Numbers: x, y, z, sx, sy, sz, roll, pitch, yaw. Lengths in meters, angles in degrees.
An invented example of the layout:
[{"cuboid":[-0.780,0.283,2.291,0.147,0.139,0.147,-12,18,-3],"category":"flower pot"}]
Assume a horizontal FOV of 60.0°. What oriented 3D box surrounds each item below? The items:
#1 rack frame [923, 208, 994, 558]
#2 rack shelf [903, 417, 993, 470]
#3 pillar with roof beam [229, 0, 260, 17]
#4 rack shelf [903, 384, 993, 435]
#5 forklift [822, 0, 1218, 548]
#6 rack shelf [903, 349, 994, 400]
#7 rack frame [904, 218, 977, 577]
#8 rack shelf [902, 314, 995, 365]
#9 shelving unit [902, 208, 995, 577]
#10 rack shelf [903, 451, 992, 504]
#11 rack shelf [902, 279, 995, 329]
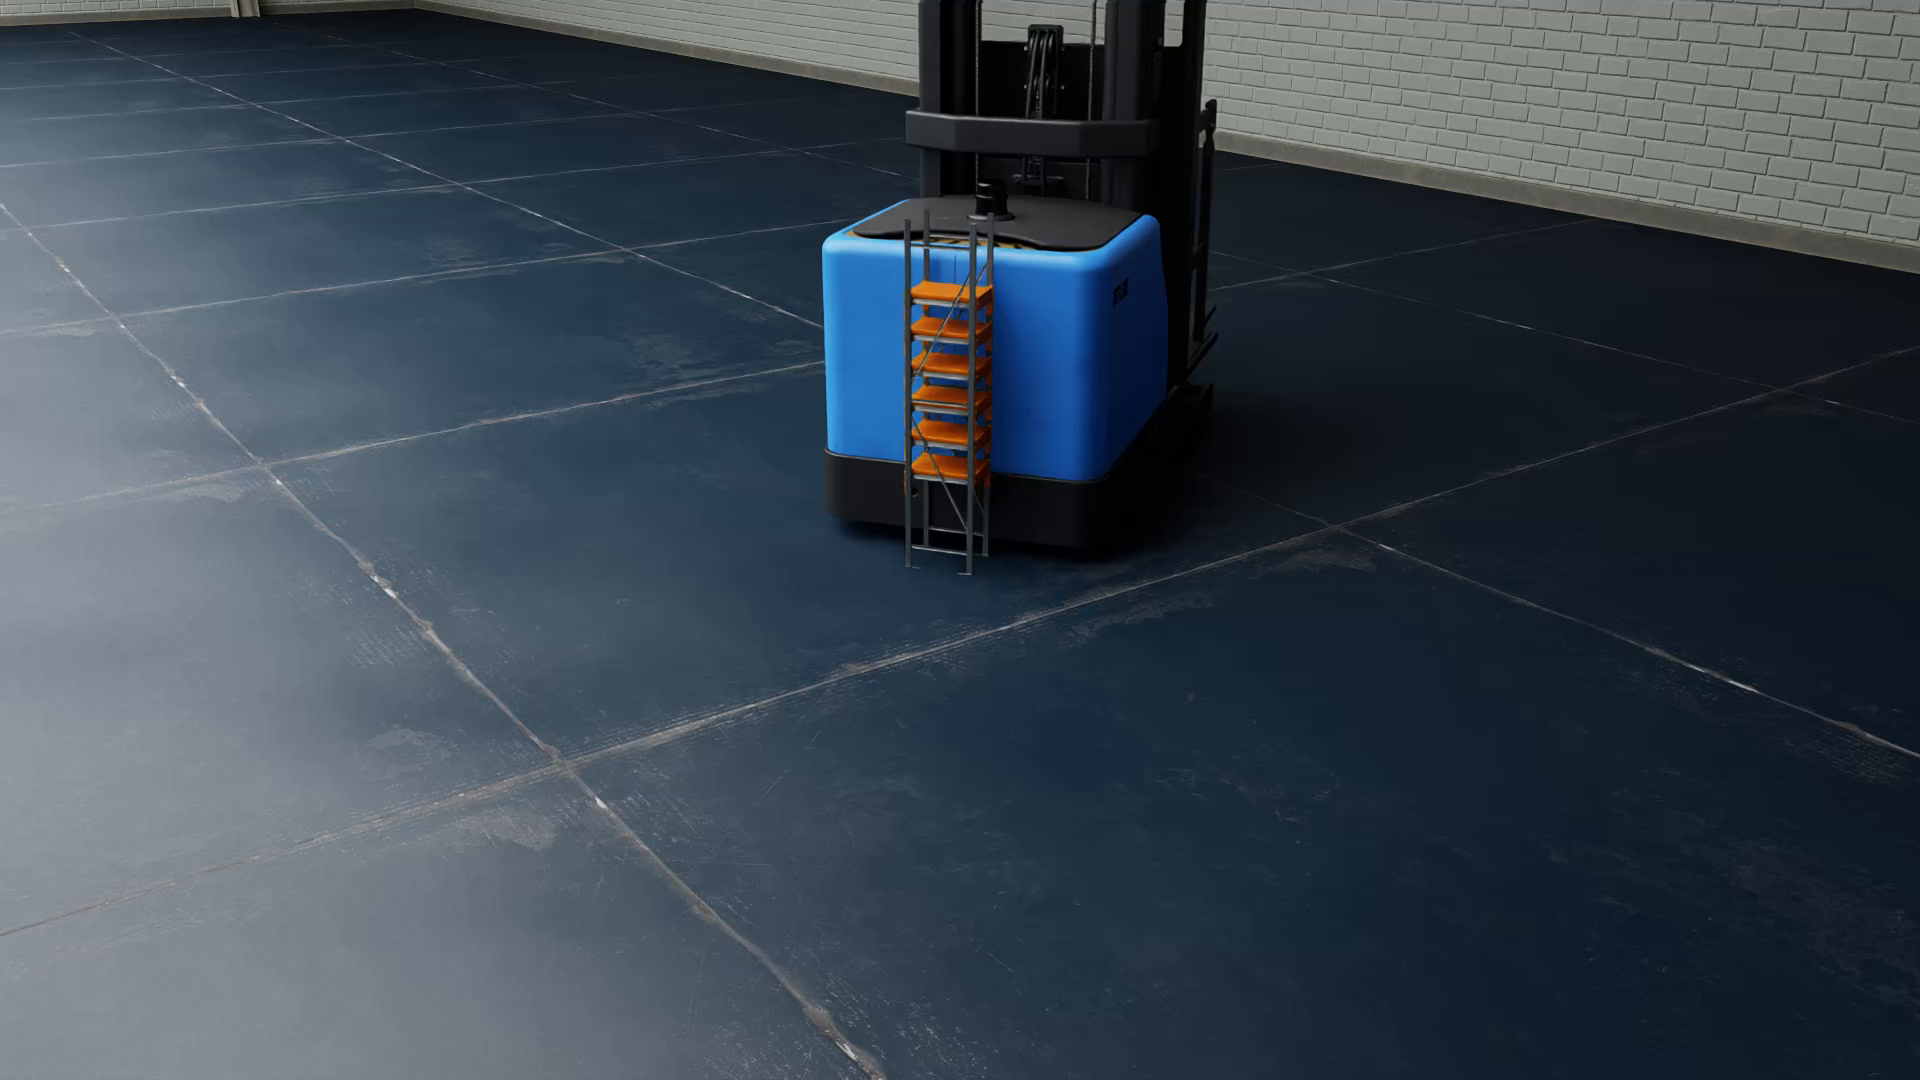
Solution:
[{"cuboid":[-0.009,-0.511,5.616,0.240,1.200,0.006,7,23,17],"category":"rack frame"},{"cuboid":[-0.039,-0.326,5.597,0.258,0.103,0.180,7,23,17],"category":"rack shelf"},{"cuboid":[-9.637,-11.800,23.389,0.400,9.000,9.100,-15,26,-33],"category":"pillar with roof beam"},{"cuboid":[-0.039,-0.437,5.552,0.258,0.103,0.180,7,23,17],"category":"rack shelf"},{"cuboid":[0.469,-1.849,6.638,1.130,2.935,3.031,7,23,17],"category":"forklift"},{"cuboid":[-0.038,-0.549,5.507,0.258,0.103,0.180,7,23,17],"category":"rack shelf"},{"cuboid":[-0.067,-0.446,5.455,0.240,1.200,0.006,7,23,17],"category":"rack frame"},{"cuboid":[-0.037,-0.660,5.462,0.258,0.103,0.180,7,23,17],"category":"rack shelf"},{"cuboid":[-0.038,-0.478,5.535,0.258,1.200,0.189,7,23,17],"category":"shelving unit"},{"cuboid":[-0.040,-0.215,5.642,0.258,0.103,0.180,7,23,17],"category":"rack shelf"},{"cuboid":[-0.036,-0.771,5.418,0.258,0.103,0.180,7,23,17],"category":"rack shelf"}]
